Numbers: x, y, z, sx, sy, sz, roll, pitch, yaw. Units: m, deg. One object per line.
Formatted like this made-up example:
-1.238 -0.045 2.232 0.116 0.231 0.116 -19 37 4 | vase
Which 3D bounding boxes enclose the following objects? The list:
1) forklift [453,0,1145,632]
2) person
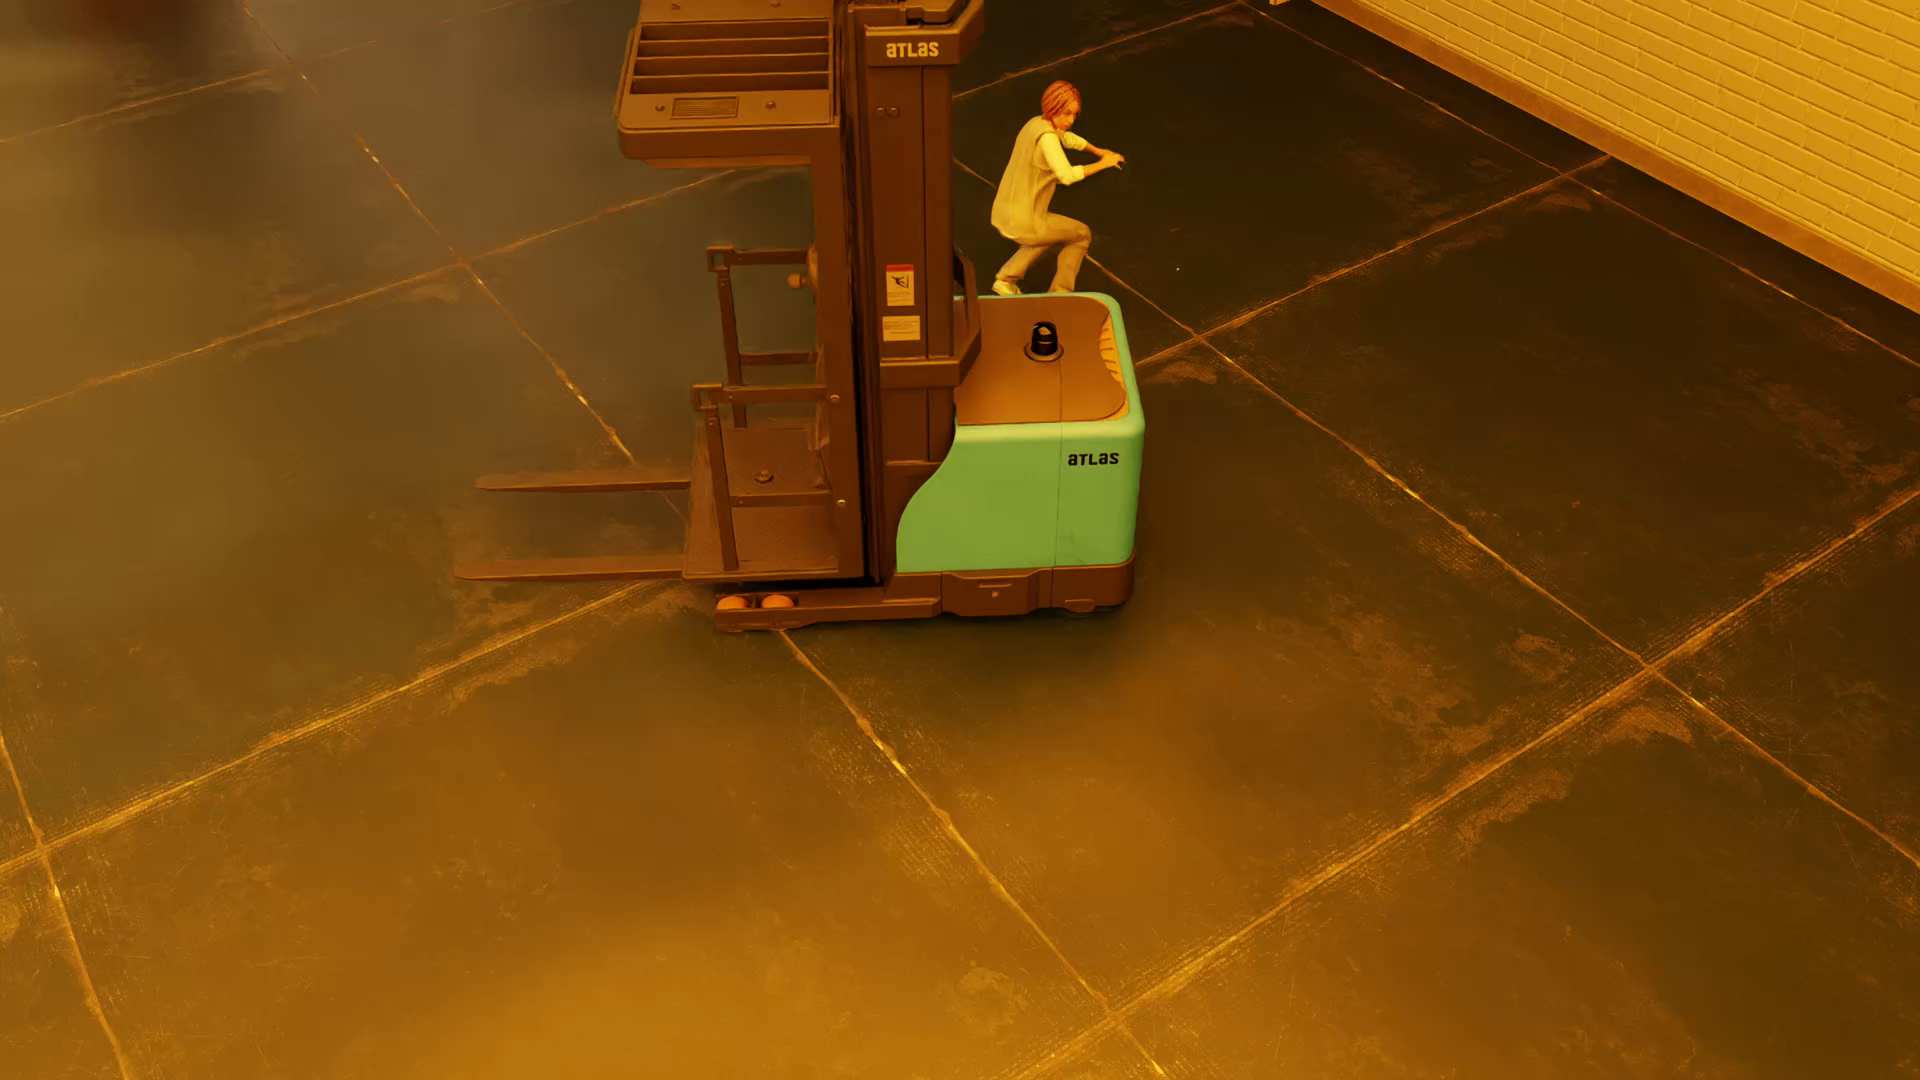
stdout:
-0.756 -1.035 6.839 3.031 2.935 1.130 -2 43 -2 | forklift
0.587 -1.799 8.857 0.881 1.324 0.680 -20 46 -20 | person
